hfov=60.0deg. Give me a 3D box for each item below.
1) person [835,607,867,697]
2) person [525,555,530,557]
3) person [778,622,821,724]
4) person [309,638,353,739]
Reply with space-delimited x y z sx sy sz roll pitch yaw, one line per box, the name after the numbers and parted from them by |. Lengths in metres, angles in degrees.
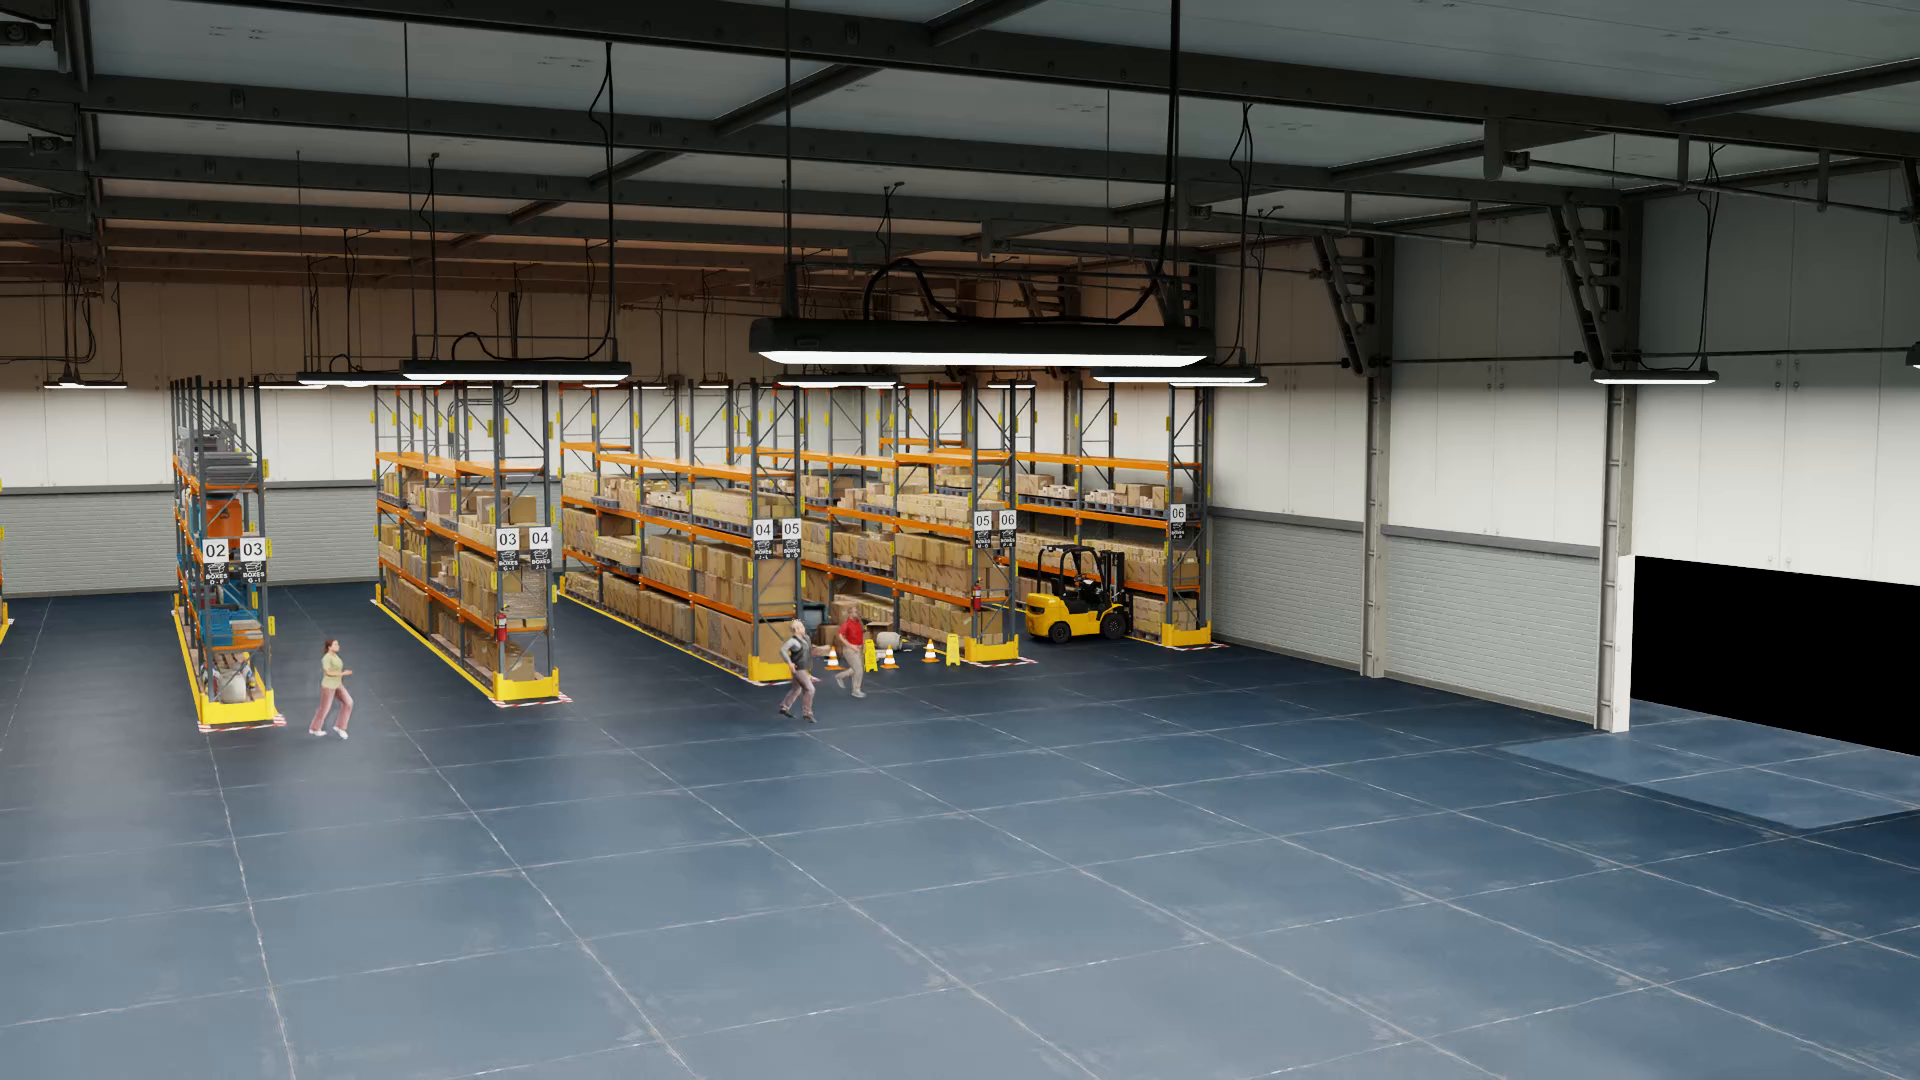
-2.074 2.098 31.381 0.723 1.698 0.683 2 6 23 | person
-12.466 0.716 46.685 0.833 1.682 0.701 -1 5 -8 | person
-2.794 2.301 28.830 0.776 1.780 0.630 1 5 8 | person
-10.366 2.456 27.416 0.798 1.710 0.540 1 5 8 | person
